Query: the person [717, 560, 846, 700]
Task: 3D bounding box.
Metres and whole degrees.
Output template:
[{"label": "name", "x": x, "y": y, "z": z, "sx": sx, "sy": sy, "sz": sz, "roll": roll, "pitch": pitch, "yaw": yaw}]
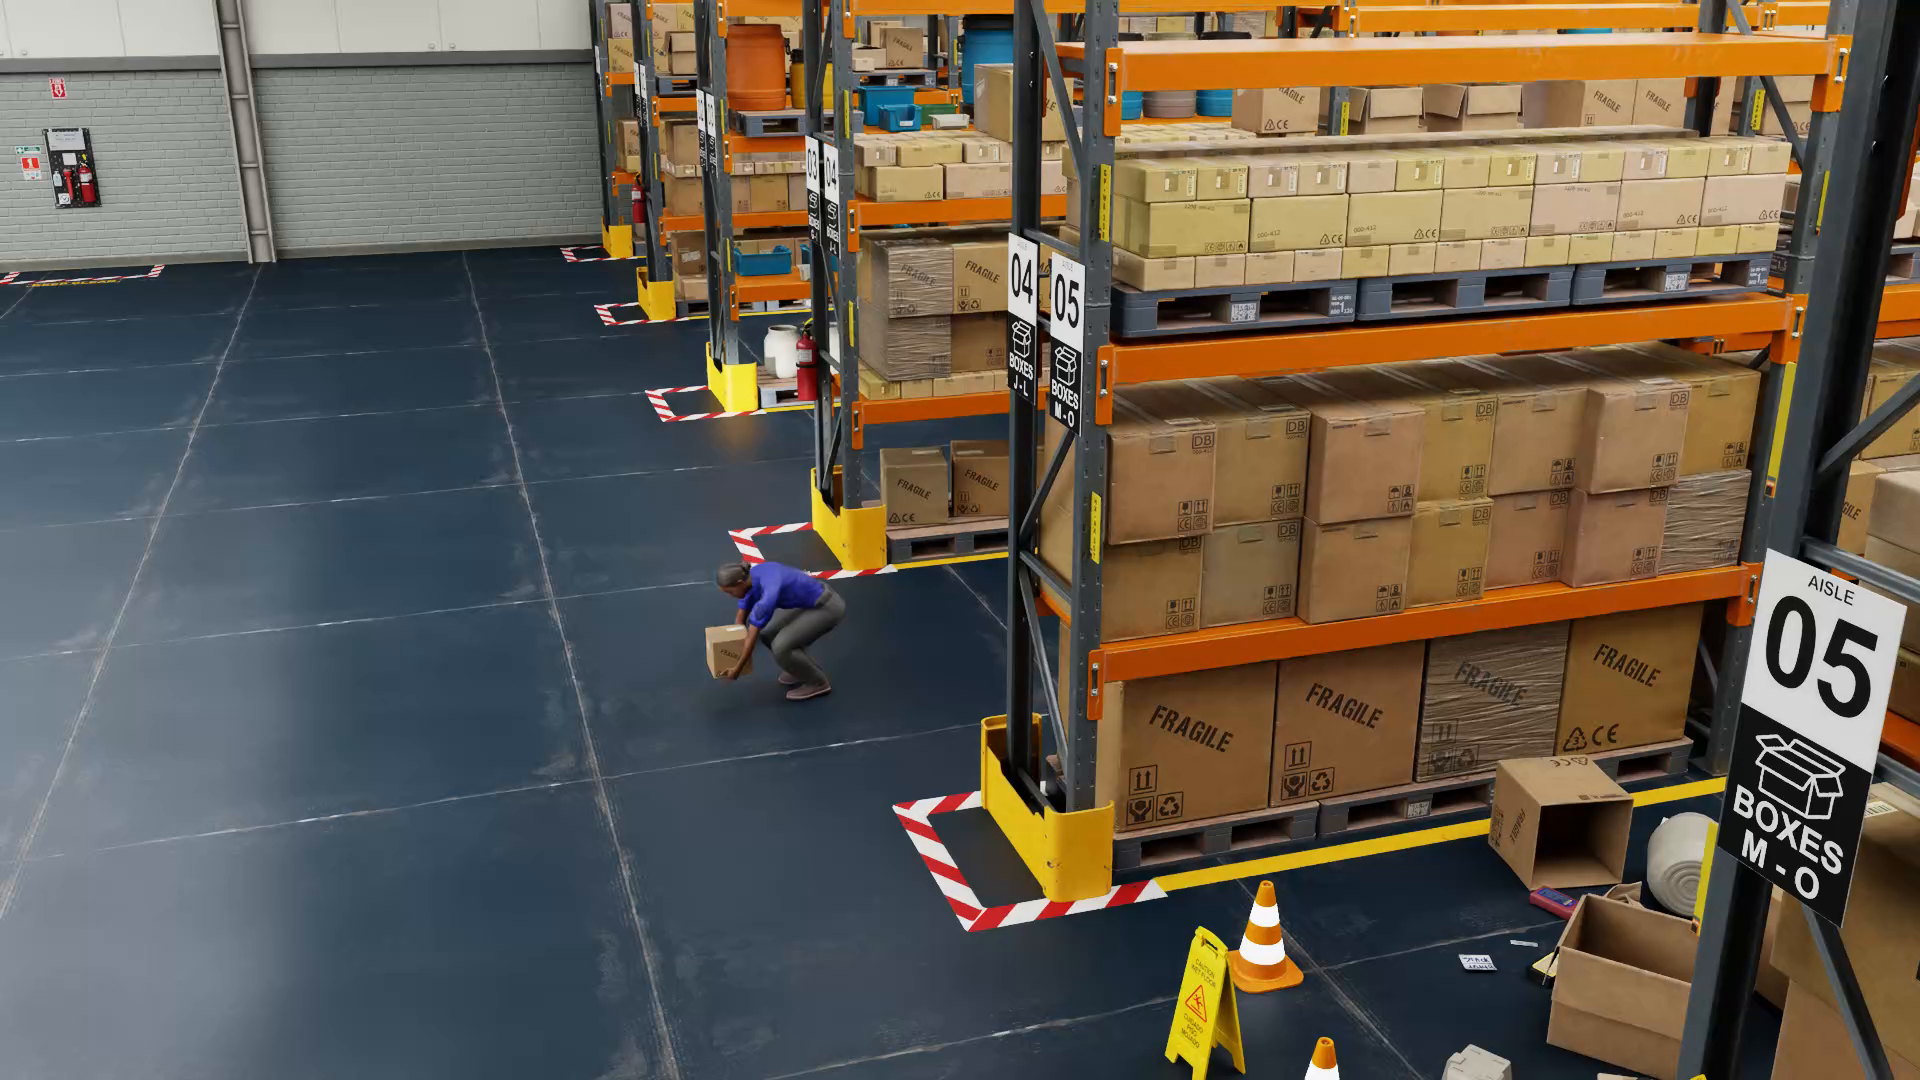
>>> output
[{"label": "person", "x": -1.150, "y": 0.542, "z": 10.628, "sx": 0.850, "sy": 0.942, "sz": 0.467, "roll": -7, "pitch": 21, "yaw": -19}]
